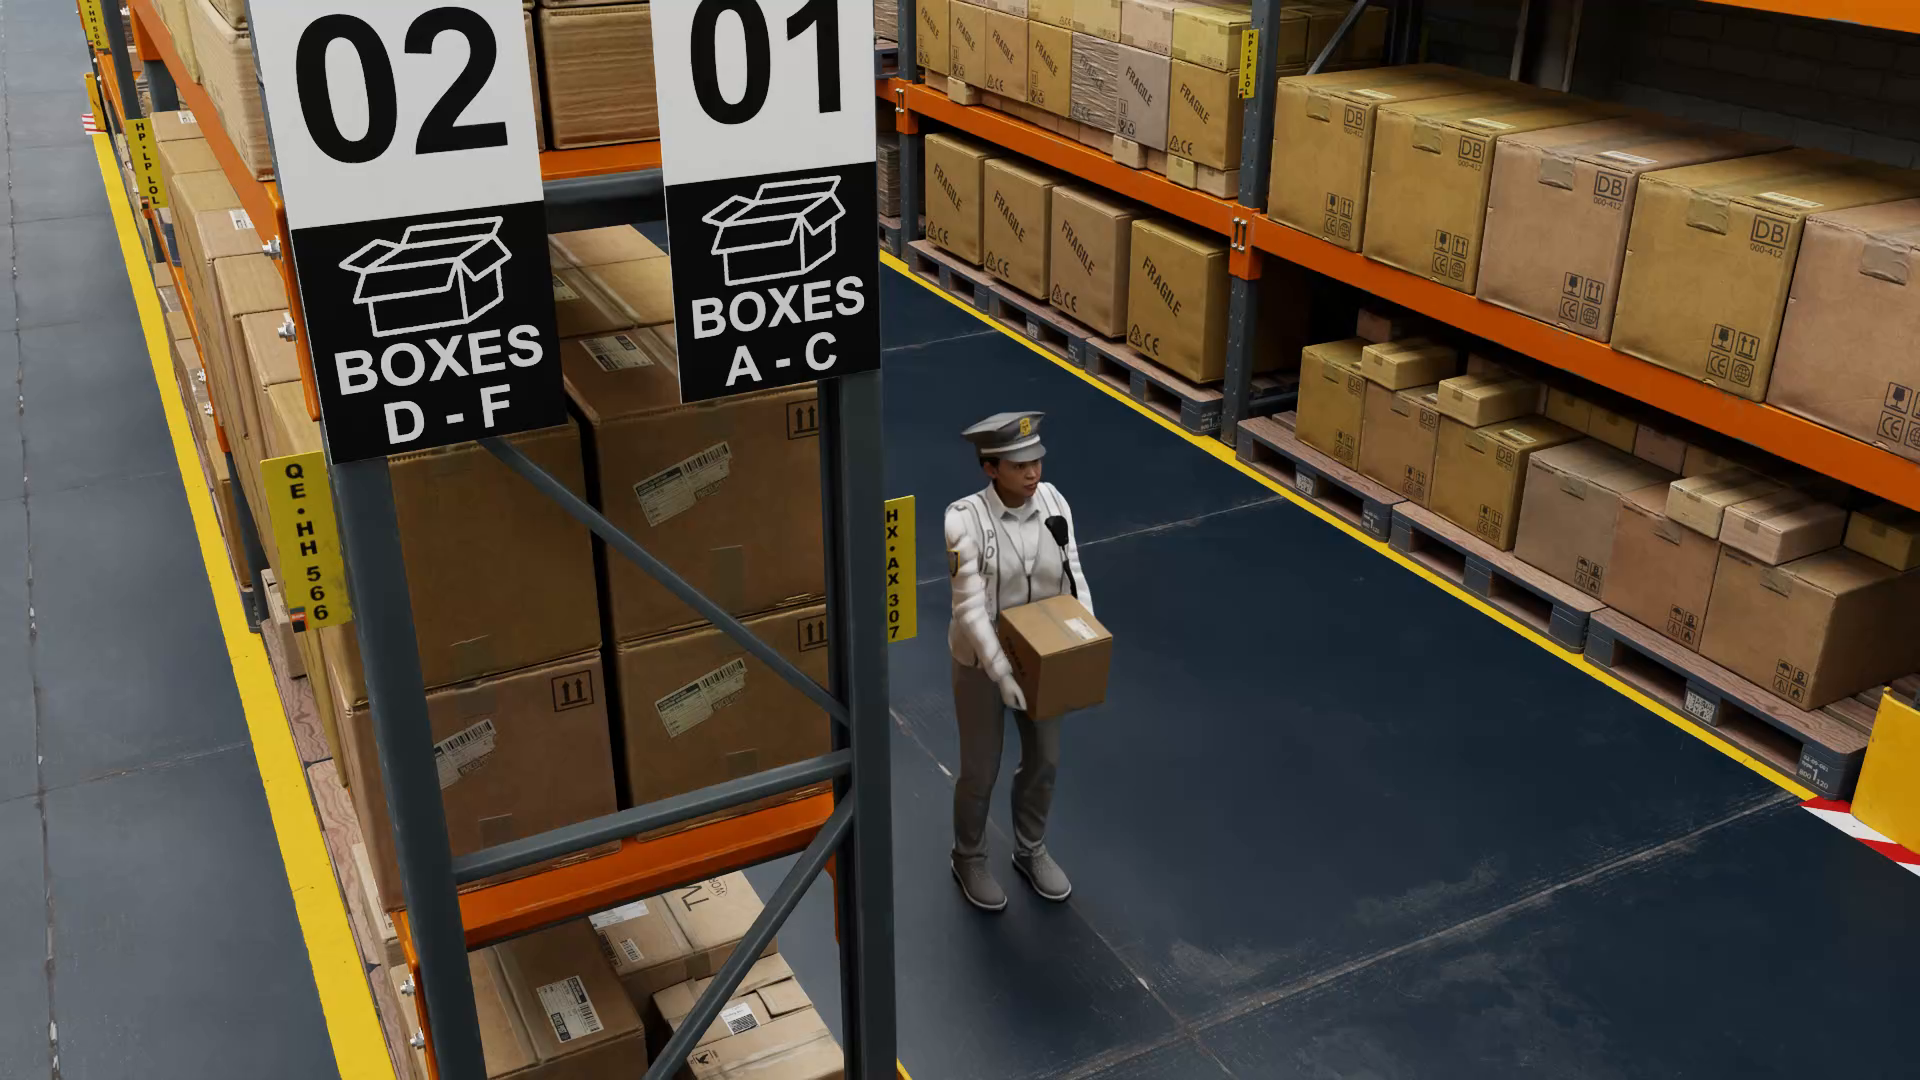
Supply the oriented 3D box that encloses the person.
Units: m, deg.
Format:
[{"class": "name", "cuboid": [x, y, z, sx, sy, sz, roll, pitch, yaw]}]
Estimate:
[{"class": "person", "cuboid": [0.182, 0.403, 5.248, 0.459, 1.686, 0.551, -12, 28, -24]}]
